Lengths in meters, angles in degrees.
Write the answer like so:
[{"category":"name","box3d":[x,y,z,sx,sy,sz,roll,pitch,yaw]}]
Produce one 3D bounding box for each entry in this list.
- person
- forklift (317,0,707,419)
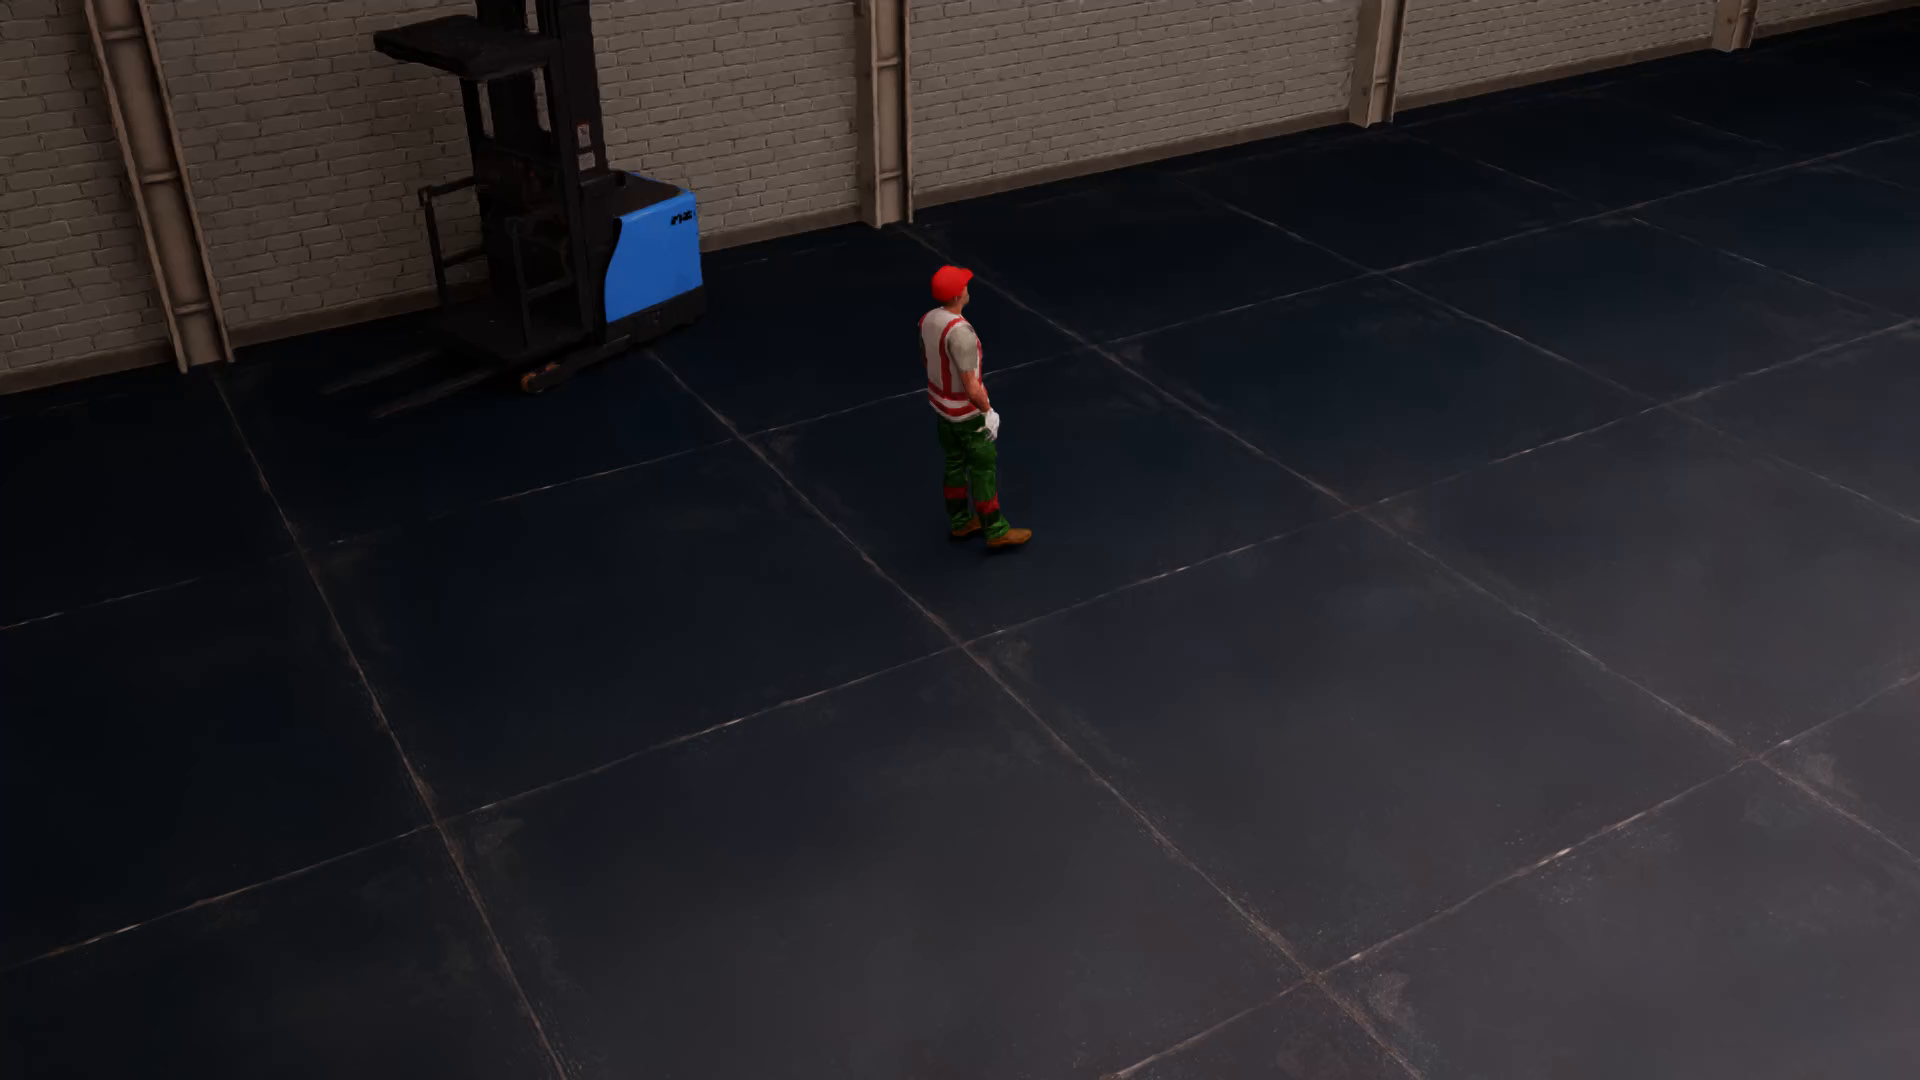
[{"category":"person","box3d":[0.075,-0.824,10.044,0.563,1.787,0.637,-17,35,-26]},{"category":"forklift","box3d":[-3.364,-2.620,12.023,1.130,2.935,3.031,23,38,33]}]
